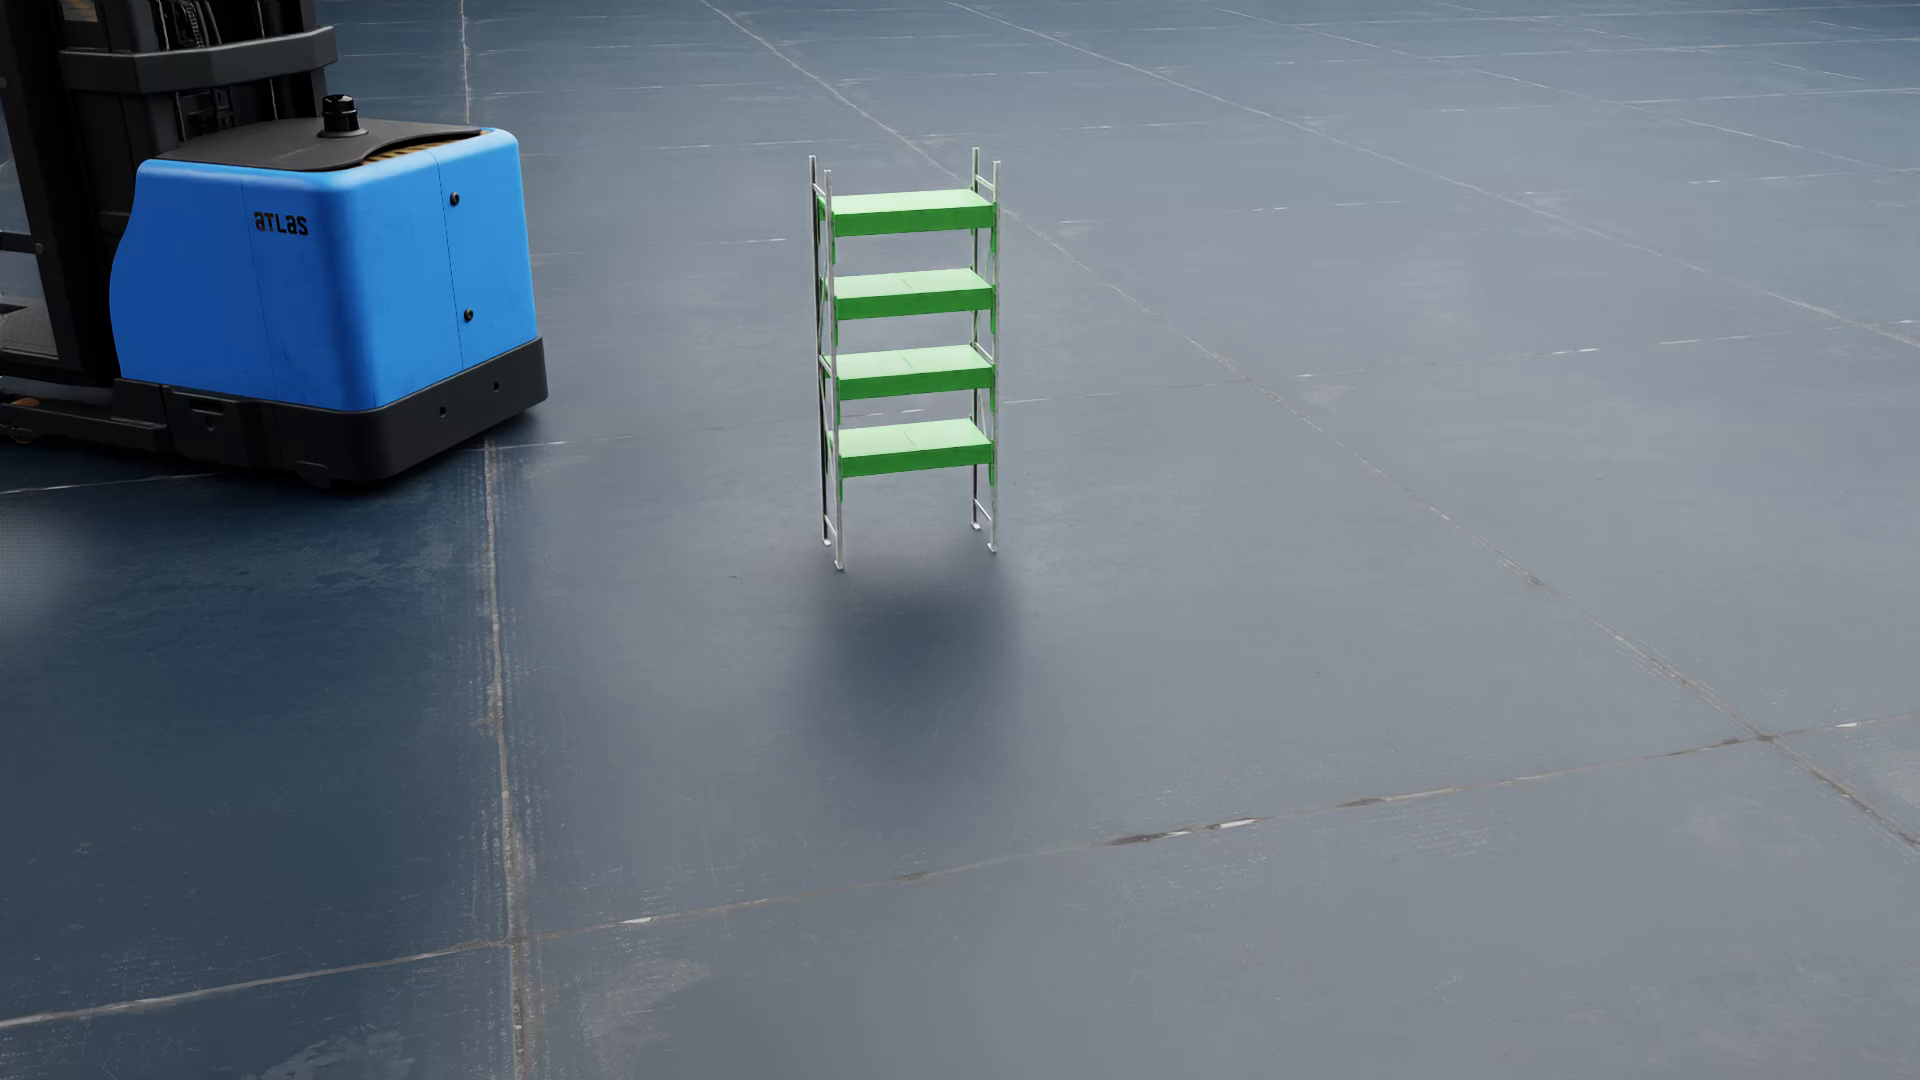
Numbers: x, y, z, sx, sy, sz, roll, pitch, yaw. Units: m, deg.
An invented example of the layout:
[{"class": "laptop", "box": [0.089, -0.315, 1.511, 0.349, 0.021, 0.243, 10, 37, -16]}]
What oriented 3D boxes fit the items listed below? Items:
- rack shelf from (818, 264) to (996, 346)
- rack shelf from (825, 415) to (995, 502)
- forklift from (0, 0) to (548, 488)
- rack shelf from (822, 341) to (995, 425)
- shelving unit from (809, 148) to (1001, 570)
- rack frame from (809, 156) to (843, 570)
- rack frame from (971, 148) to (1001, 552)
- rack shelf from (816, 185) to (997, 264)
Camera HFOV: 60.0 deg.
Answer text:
[{"class": "rack shelf", "box": [-0.159, -0.696, 4.903, 0.480, 0.148, 0.258, -6, 24, -14]}, {"class": "rack shelf", "box": [-0.159, -0.254, 5.092, 0.480, 0.148, 0.258, -6, 24, -14]}, {"class": "forklift", "box": [-3.137, -1.878, 5.909, 3.031, 2.935, 1.130, 9, 25, 20]}, {"class": "rack shelf", "box": [-0.159, -0.475, 4.998, 0.480, 0.148, 0.258, -6, 24, -14]}, {"class": "shelving unit", "box": [-0.159, -0.534, 4.972, 0.503, 1.200, 0.258, -6, 24, -14]}, {"class": "rack frame", "box": [-0.394, -0.508, 4.912, 0.015, 1.200, 0.240, -6, 24, -14]}, {"class": "rack frame", "box": [0.076, -0.560, 5.033, 0.015, 1.200, 0.240, -6, 24, -14]}, {"class": "rack shelf", "box": [-0.159, -0.916, 4.808, 0.480, 0.148, 0.258, -6, 24, -14]}]
